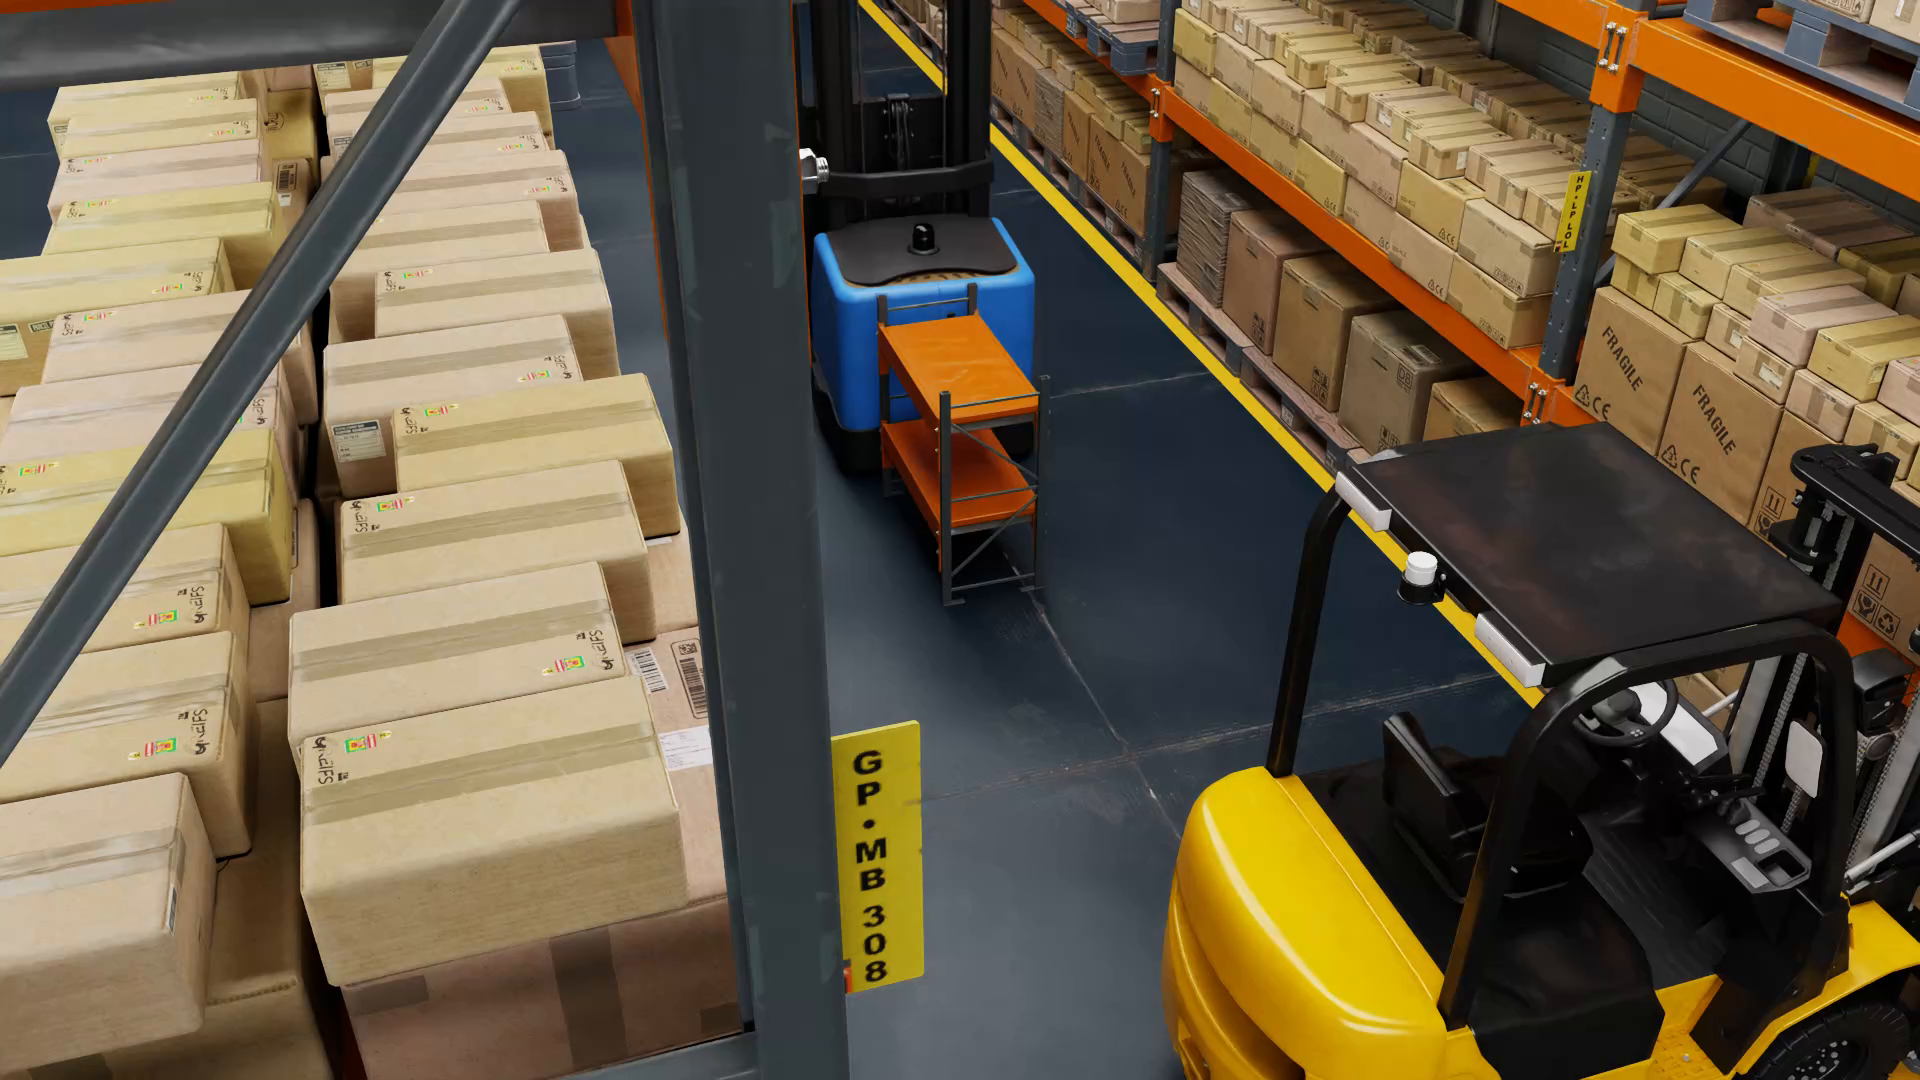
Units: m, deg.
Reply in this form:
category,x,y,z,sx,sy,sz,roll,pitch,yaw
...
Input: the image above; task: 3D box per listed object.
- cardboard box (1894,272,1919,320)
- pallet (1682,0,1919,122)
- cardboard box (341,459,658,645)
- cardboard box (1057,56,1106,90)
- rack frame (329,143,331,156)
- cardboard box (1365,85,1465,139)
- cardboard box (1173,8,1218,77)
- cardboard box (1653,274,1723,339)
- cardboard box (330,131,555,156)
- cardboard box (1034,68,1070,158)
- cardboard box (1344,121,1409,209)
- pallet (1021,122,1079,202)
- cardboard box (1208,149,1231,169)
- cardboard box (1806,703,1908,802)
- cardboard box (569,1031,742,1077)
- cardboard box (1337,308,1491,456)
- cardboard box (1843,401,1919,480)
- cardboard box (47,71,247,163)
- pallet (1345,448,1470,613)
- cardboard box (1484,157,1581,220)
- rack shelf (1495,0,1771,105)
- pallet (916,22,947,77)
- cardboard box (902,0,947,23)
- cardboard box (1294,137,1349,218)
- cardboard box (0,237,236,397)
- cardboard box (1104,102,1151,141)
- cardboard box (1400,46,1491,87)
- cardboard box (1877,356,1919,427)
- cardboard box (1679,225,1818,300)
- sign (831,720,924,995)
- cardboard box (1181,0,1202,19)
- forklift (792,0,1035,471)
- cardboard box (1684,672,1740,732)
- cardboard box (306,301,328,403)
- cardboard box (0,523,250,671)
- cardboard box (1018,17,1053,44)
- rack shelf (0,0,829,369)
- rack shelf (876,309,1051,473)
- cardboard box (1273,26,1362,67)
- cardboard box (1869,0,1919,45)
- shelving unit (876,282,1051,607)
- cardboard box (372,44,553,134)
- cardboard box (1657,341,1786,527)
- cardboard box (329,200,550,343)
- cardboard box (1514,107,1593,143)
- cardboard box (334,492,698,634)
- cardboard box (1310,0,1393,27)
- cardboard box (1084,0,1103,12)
category,x,y,z,sx,sy,sz,roll,pitch,yaw
cardboard box,3.557,-0.848,5.863,0.380,0.149,0.250,-11,35,-16
pallet,3.190,-1.695,5.455,1.003,0.211,1.213,-10,35,-15
cardboard box,-0.624,0.041,2.251,0.380,0.149,0.250,-10,35,-15
cardboard box,0.915,-3.345,11.890,0.380,0.149,0.250,-12,35,-17
rack frame,-1.821,-0.088,5.662,1.000,3.000,0.127,-10,35,-15
cardboard box,2.172,-2.045,7.944,0.380,0.149,0.250,-10,35,-14
cardboard box,1.564,-2.892,9.589,0.500,0.250,0.500,-10,35,-15
cardboard box,2.832,-0.889,6.196,0.380,0.149,0.250,-9,35,-14
cardboard box,-1.275,-0.949,4.111,0.500,0.250,0.500,-11,35,-16
cardboard box,0.870,-3.151,12.184,0.500,0.500,0.500,-11,35,-16
cardboard box,2.198,-1.824,7.971,0.500,0.250,0.500,-9,35,-14
pallet,1.125,-2.899,12.446,1.003,0.211,1.213,-10,35,-15
cardboard box,1.823,-2.425,11.086,0.500,0.500,0.500,-9,34,-13
cardboard box,3.216,0.743,5.610,0.500,0.250,0.500,-11,35,-16
cardboard box,-0.393,0.637,2.072,0.380,0.149,0.250,-10,35,-15
cardboard box,2.506,-0.790,8.497,0.875,0.625,0.625,-10,35,-15
cardboard box,3.115,-0.348,5.377,0.380,0.149,0.250,-11,35,-16
cardboard box,-1.802,-0.933,3.724,0.380,0.149,0.250,-10,35,-15
pallet,2.643,-0.141,8.272,1.003,0.211,1.213,-10,35,-15
cardboard box,2.494,-1.511,7.137,0.380,0.149,0.250,-11,35,-15
rack shelf,2.295,-2.926,7.889,1.077,0.370,4.000,-10,35,-15
pallet,0.256,-4.322,14.599,1.003,0.211,1.213,-10,35,-15
cardboard box,-0.119,-5.020,15.012,0.700,0.500,0.500,-11,35,-17
cardboard box,2.057,-1.881,8.512,0.500,0.250,0.500,-9,34,-13
cardboard box,-1.485,-0.394,2.910,0.380,0.149,0.250,-9,35,-14
cardboard box,1.180,-2.782,11.038,0.380,0.149,0.250,-12,35,-17
cardboard box,2.464,-2.397,8.478,0.380,0.149,0.250,-9,35,-13
cardboard box,3.188,-0.481,5.308,0.380,0.149,0.250,-10,35,-15
cardboard box,2.903,-1.024,6.131,0.380,0.149,0.250,-9,35,-14
sign,-0.084,0.305,1.554,0.100,0.325,0.005,-10,35,-15
cardboard box,1.502,-3.120,9.572,0.380,0.149,0.250,-9,35,-13
forklift,-0.430,-2.387,9.204,1.130,2.935,3.031,-7,34,-11
cardboard box,3.057,0.675,6.168,0.500,0.250,0.500,-10,35,-15
cardboard box,-1.485,-0.325,3.166,0.500,0.250,0.500,-10,35,-14
cardboard box,-1.122,0.132,2.113,0.380,0.149,0.250,-10,35,-15
cardboard box,0.665,-3.888,12.711,0.380,0.149,0.250,-11,35,-16
rack shelf,-1.211,-1.239,2.618,1.077,0.370,4.000,-10,35,-15
rack shelf,-0.002,-0.717,7.784,0.538,0.278,1.000,-10,35,-15
cardboard box,1.884,-2.587,8.766,0.380,0.149,0.250,-10,35,-14
cardboard box,2.987,-1.598,4.983,0.380,0.149,0.250,-9,35,-13
shelving unit,-0.002,-0.473,7.945,0.538,1.125,1.048,-10,35,-15
cardboard box,-1.166,-1.048,3.899,0.380,0.149,0.250,-9,35,-13
cardboard box,2.967,-0.419,6.072,0.500,0.500,0.500,-9,35,-14
cardboard box,-0.949,-0.492,3.058,0.380,0.149,0.250,-9,35,-14
cardboard box,2.797,-1.869,7.679,0.380,0.149,0.250,-10,35,-15
cardboard box,-0.645,0.125,2.486,0.500,0.250,0.500,-11,35,-15
cardboard box,2.184,-2.935,9.292,0.380,0.149,0.250,-10,35,-15
cardboard box,1.055,-3.637,10.788,0.500,0.250,0.500,-12,35,-17
